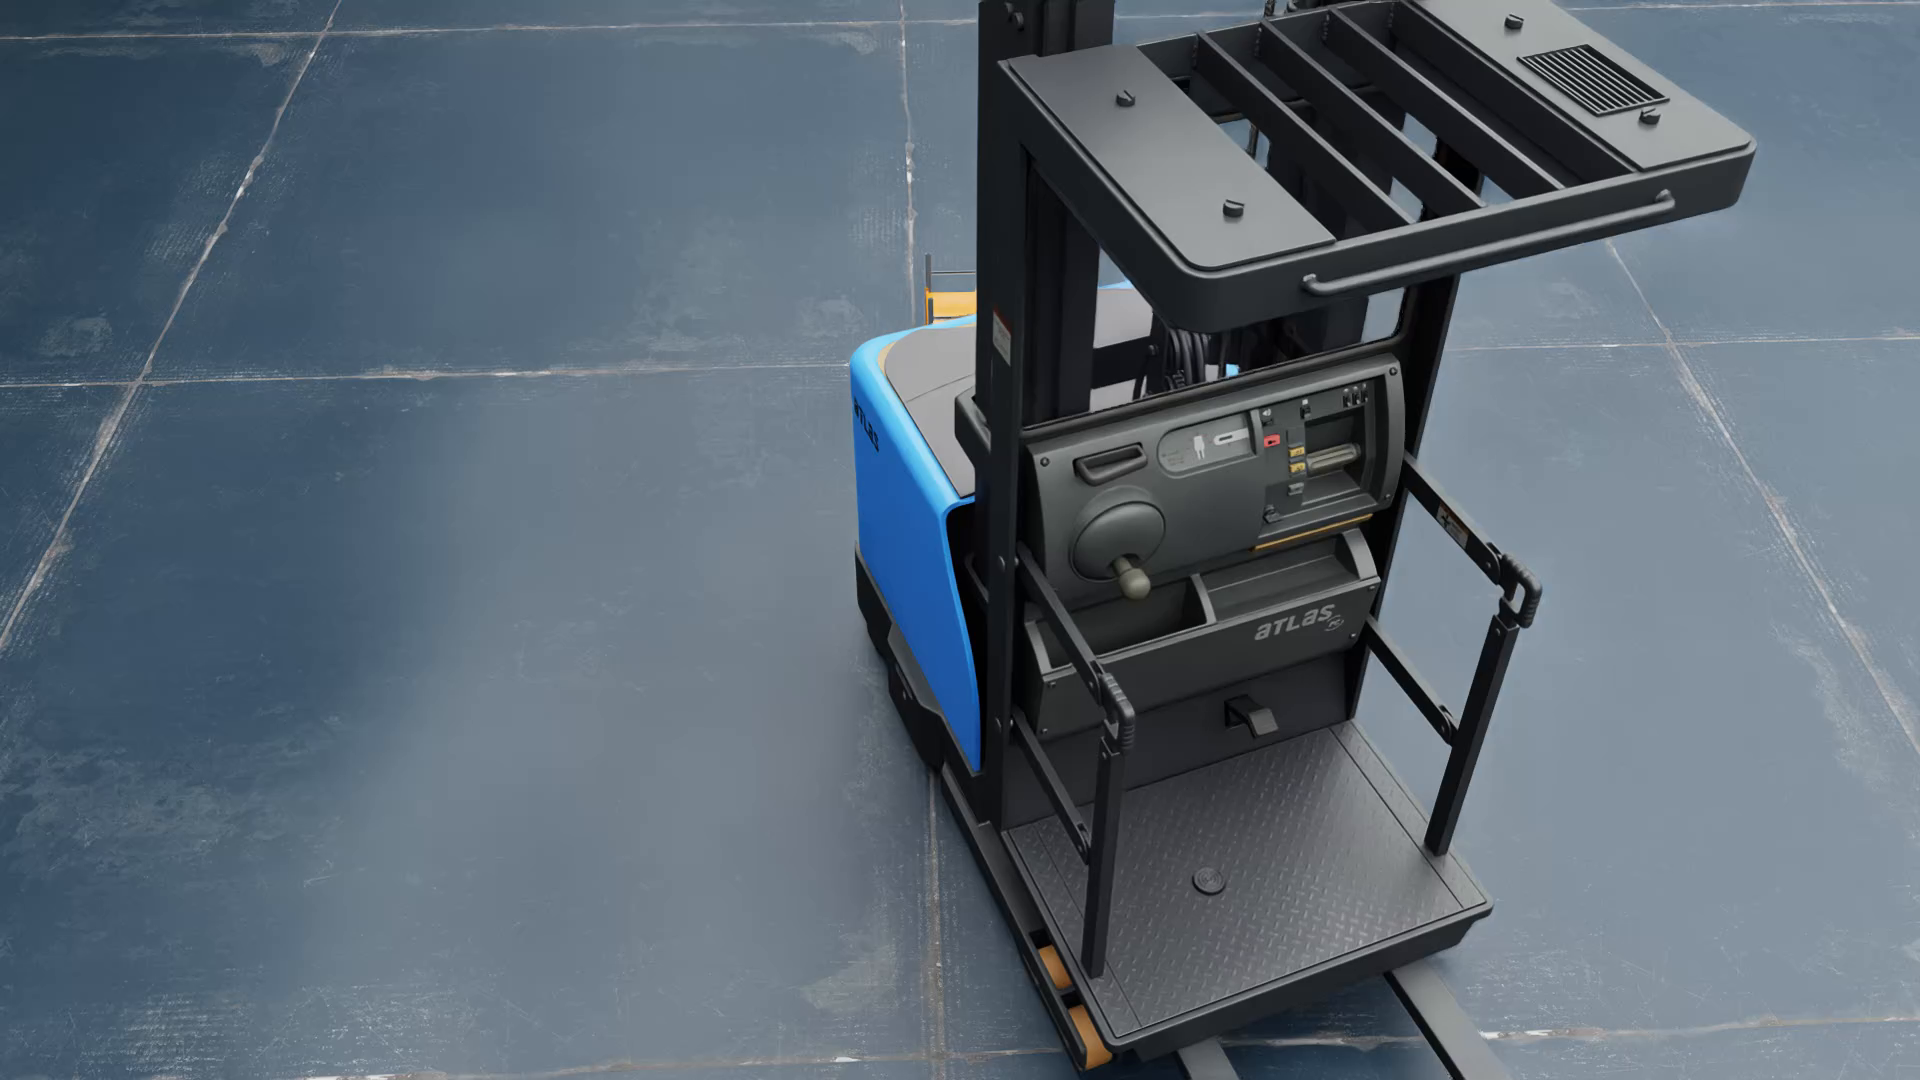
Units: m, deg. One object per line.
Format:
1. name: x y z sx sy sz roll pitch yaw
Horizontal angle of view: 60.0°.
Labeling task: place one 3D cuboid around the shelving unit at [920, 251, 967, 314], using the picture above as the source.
1. shelving unit: -0.010 -0.433 5.445 0.215 1.050 0.252 -3 43 -3

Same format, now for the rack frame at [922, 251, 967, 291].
1. rack frame: -0.019 -0.515 5.535 0.200 1.050 0.008 -3 43 -3

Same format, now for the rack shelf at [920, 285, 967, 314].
1. rack shelf: -0.010 -0.634 5.261 0.215 0.259 0.240 -3 43 -3

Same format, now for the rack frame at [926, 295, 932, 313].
1. rack frame: -0.002 -0.351 5.356 0.200 1.050 0.008 -3 43 -3

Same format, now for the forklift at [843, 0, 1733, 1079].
1. forklift: 0.661 -0.091 3.681 1.130 2.935 3.031 -15 45 -16
